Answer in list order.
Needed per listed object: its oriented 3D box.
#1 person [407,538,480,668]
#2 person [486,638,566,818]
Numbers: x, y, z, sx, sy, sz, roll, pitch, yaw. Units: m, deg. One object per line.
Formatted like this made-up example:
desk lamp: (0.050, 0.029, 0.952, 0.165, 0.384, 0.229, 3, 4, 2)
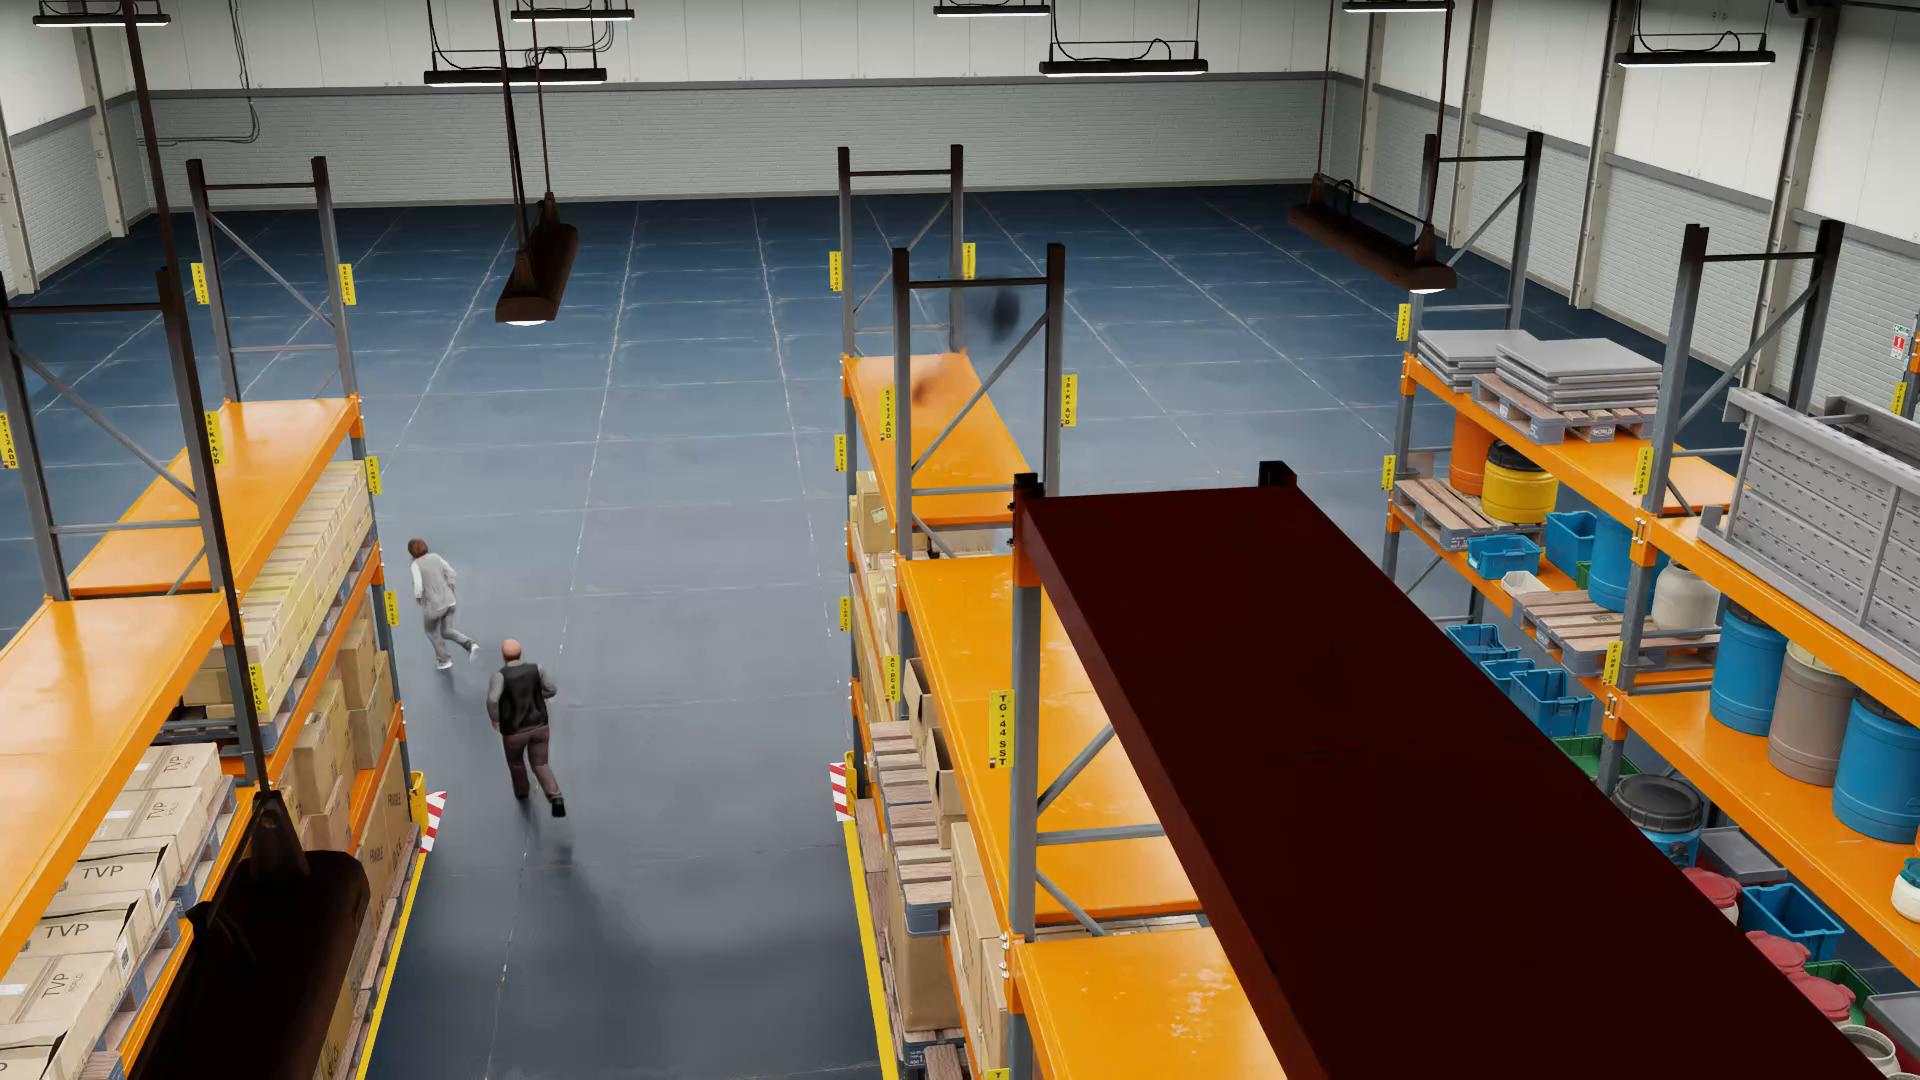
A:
person: (-5.496, 0.749, 17.738, 0.818, 1.546, 0.539, 10, 24, 24)
person: (-3.912, 1.731, 14.983, 0.695, 1.691, 1.055, -15, 26, -34)
